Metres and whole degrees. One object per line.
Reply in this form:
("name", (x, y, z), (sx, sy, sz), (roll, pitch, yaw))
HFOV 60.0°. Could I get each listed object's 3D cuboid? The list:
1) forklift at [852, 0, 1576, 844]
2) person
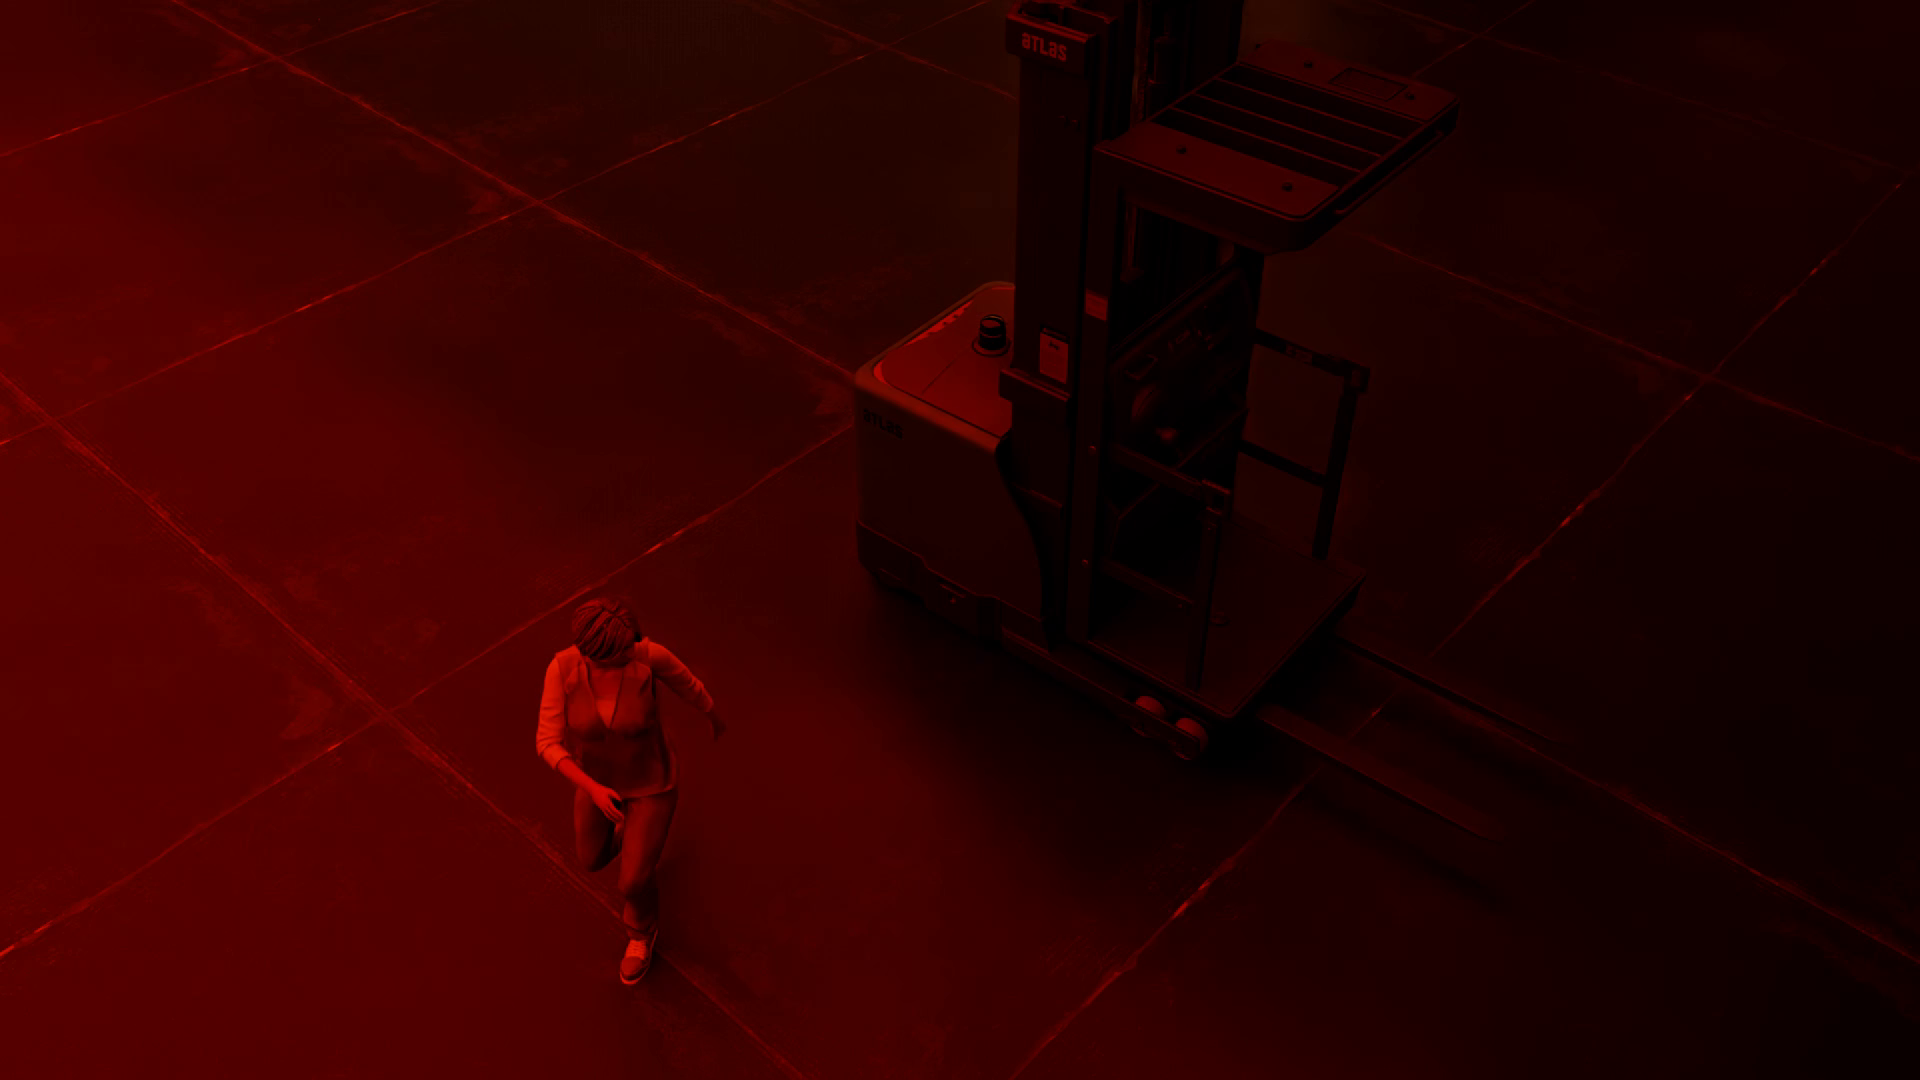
("forklift", (1.004, -0.627, 6.159), (3.031, 2.935, 1.130), (28, 48, 28))
("person", (-1.105, 0.785, 5.605), (0.494, 1.531, 0.662), (7, 41, 8))
